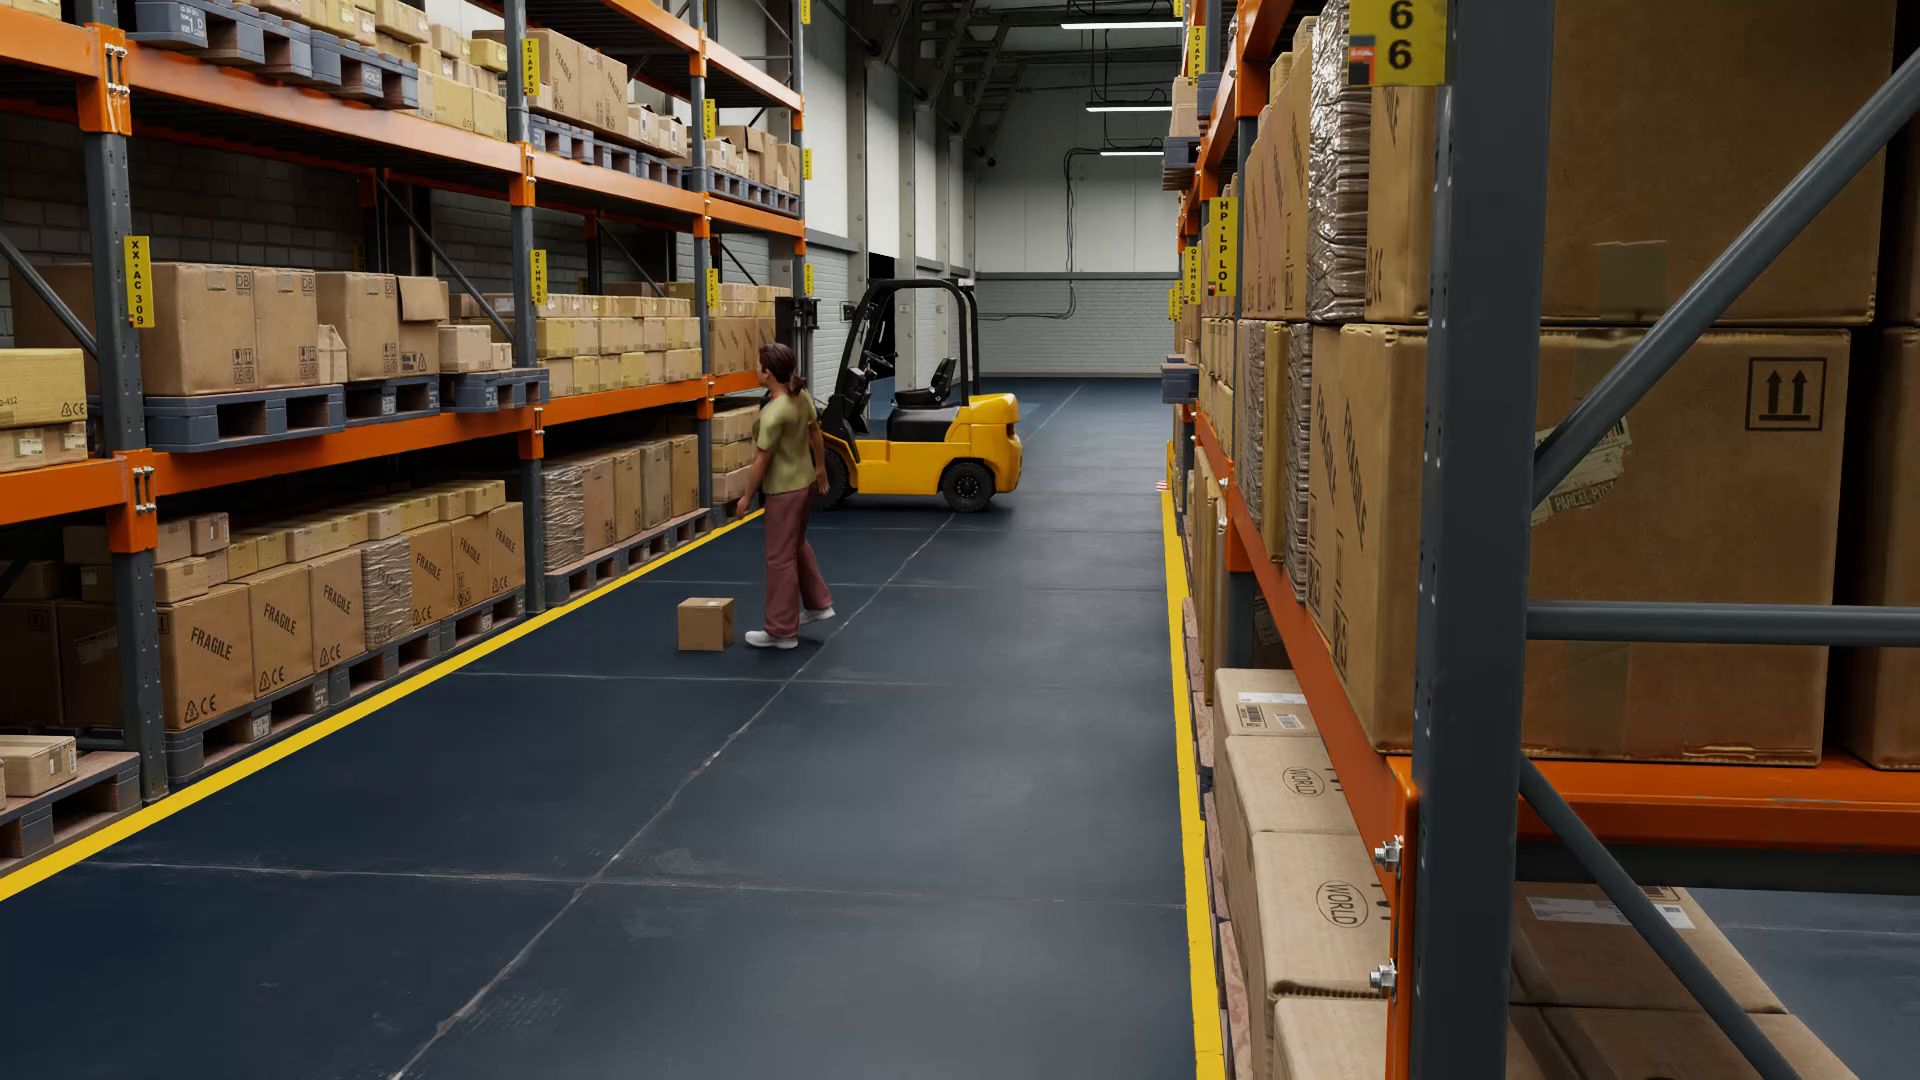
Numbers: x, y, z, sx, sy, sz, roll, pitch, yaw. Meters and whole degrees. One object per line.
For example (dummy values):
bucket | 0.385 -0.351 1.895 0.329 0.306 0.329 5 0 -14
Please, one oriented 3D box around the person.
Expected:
person | -0.965 -0.247 9.091 0.442 1.669 0.728 1 8 11
